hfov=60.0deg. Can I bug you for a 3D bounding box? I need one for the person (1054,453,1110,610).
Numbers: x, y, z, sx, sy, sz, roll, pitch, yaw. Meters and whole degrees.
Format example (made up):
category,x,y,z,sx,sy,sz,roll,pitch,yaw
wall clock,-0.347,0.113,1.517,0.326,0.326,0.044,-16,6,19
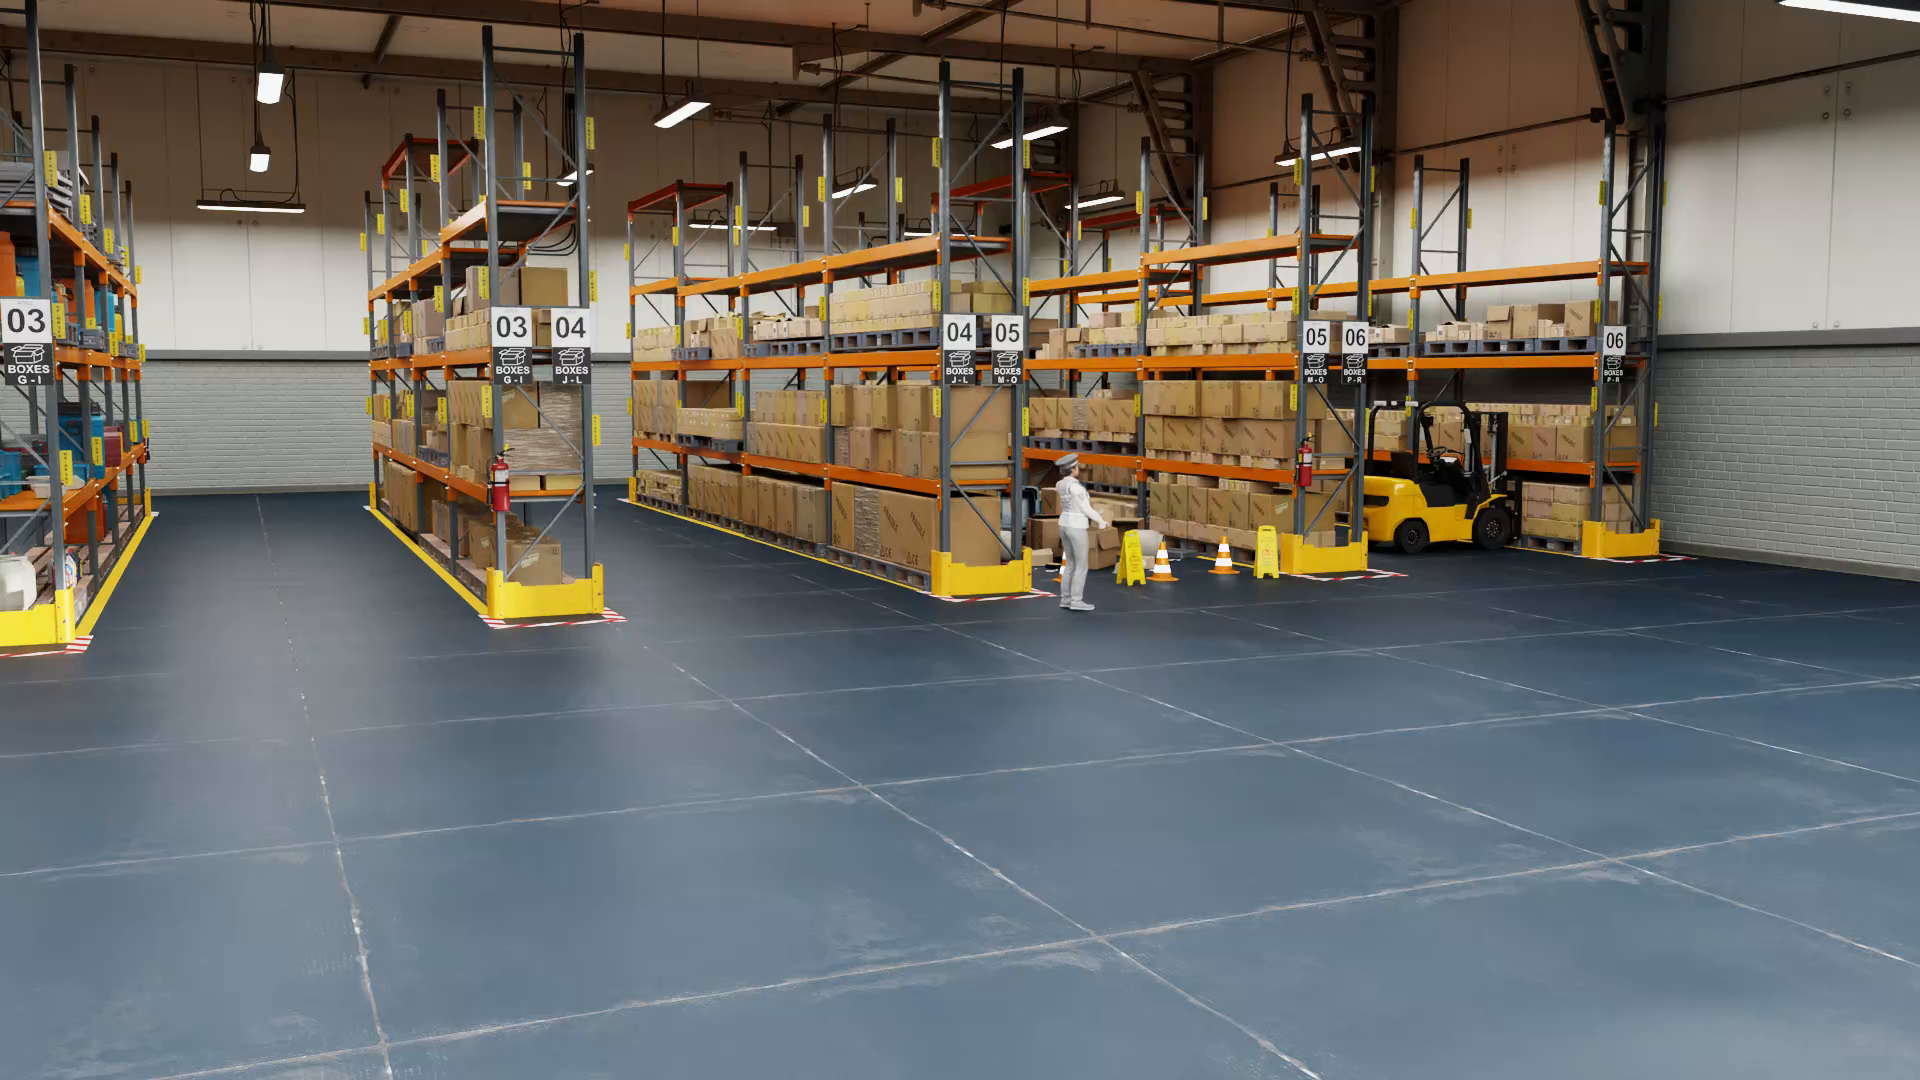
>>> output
category,x,y,z,sx,sy,sz,roll,pitch,yaw
person,1.294,-0.098,17.892,0.563,1.686,0.459,-2,6,-23
